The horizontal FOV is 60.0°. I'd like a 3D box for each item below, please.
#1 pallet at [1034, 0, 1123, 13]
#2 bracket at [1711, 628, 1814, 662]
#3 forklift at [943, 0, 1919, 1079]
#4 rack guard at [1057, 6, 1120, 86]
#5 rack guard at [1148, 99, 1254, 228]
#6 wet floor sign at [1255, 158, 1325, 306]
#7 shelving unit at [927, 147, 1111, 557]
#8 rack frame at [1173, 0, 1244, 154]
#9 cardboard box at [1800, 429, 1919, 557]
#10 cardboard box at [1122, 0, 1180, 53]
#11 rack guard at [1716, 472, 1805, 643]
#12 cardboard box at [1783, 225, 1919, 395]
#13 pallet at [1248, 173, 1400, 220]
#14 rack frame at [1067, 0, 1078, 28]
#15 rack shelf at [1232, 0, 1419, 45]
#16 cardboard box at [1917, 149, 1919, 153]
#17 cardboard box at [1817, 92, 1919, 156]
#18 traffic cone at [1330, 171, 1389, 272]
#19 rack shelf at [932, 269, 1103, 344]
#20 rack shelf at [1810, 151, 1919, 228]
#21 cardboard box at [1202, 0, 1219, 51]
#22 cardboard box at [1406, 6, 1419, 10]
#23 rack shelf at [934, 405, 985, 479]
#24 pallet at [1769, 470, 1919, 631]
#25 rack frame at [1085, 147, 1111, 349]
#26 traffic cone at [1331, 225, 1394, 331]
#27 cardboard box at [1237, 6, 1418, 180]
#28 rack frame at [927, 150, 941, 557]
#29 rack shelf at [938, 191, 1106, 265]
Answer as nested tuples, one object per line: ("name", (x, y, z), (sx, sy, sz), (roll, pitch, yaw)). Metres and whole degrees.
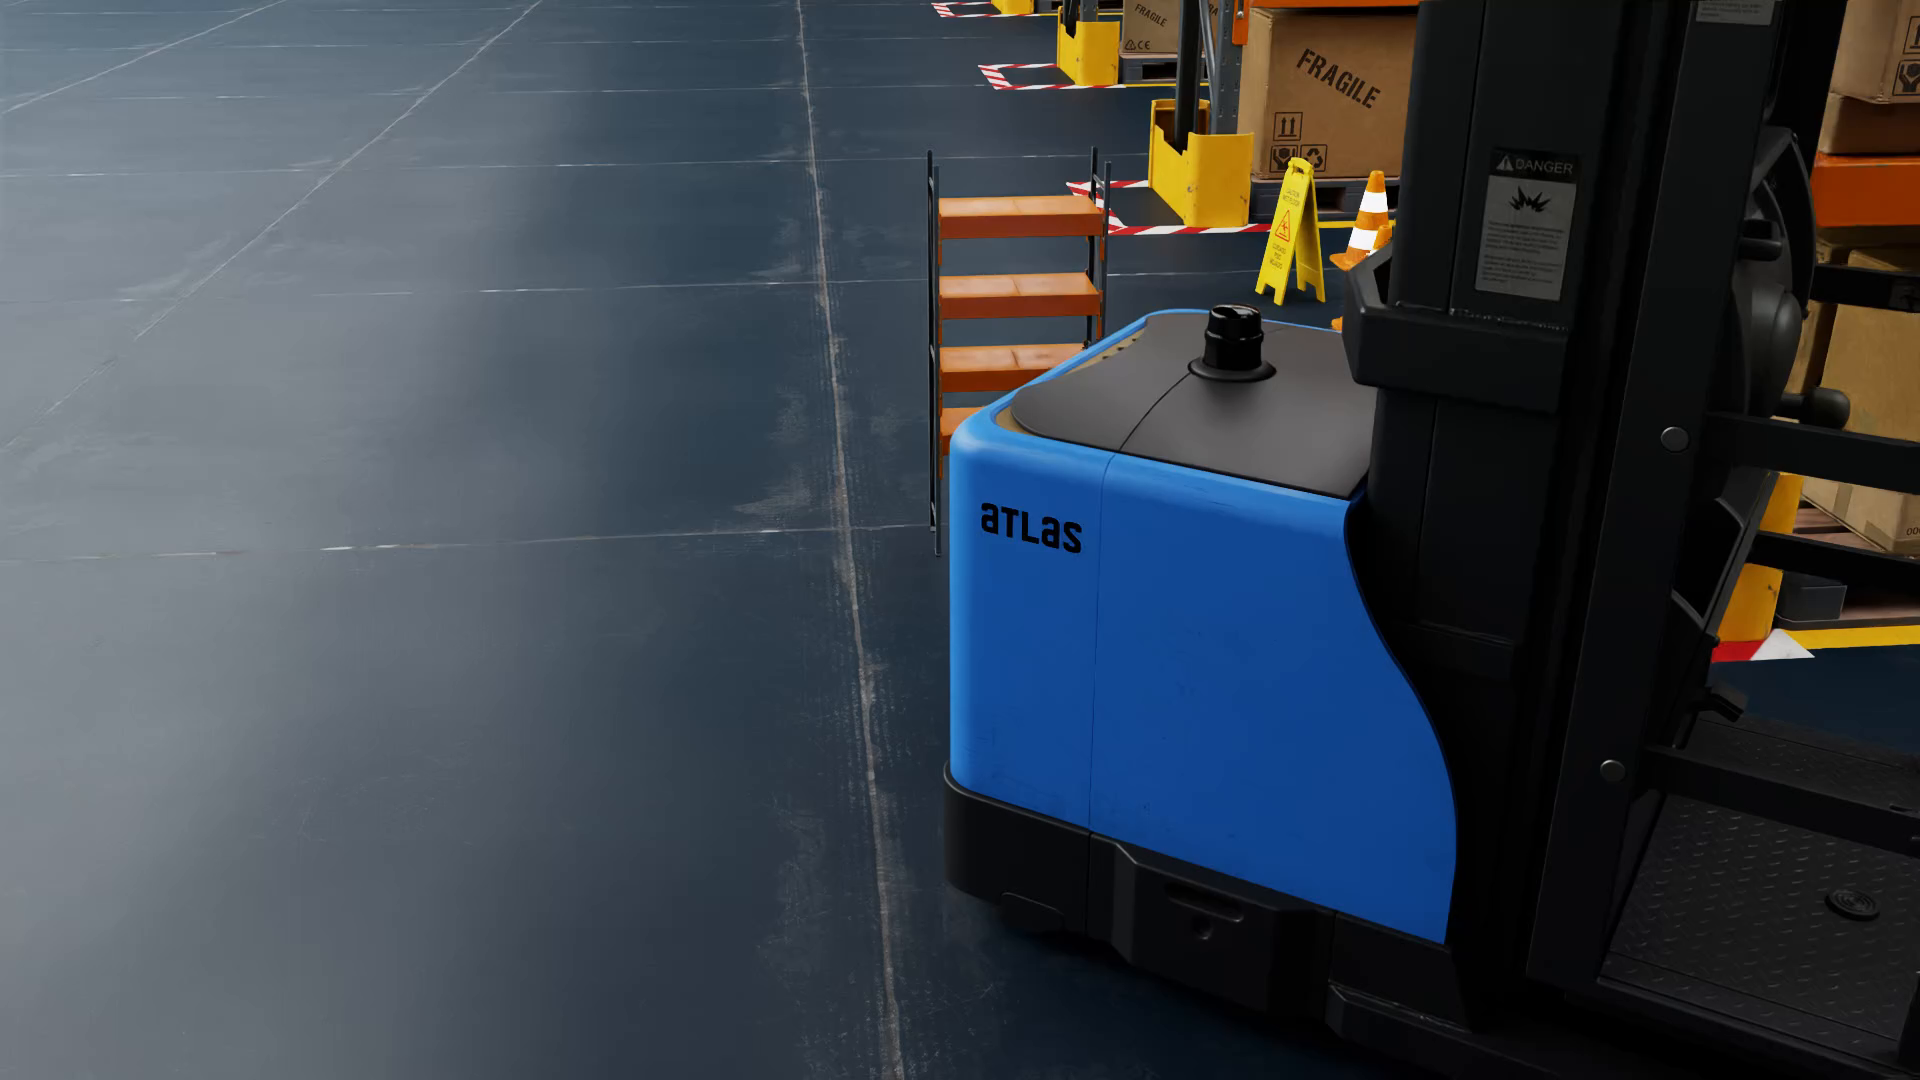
("pallet", (1.393, -6.104, 18.724), (1.213, 0.211, 1.003), (-2, 24, -5))
("bracket", (1.726, 0.065, 5.103), (1.079, 0.001, 1.378), (-2, 24, -5))
("forklift", (1.495, -0.433, 2.615), (3.031, 2.935, 1.130), (14, 27, 28))
("rack guard", (1.075, -4.185, 14.050), (0.348, 0.500, 1.175), (-2, 24, -5))
("rack guard", (1.363, -2.172, 9.522), (0.348, 0.500, 1.175), (-2, 24, -5))
("wet floor sign", (1.552, -1.438, 7.691), (0.232, 0.644, 0.267), (-6, 25, -14))
("shelving unit", (0.165, -0.555, 5.021), (0.503, 1.200, 0.258), (-2, 24, -5))
("rack frame", (1.387, -3.315, 9.016), (0.127, 3.000, 1.000), (-2, 24, -5))
("cardboard box", (2.804, -0.175, 4.818), (0.500, 0.250, 0.500), (-2, 24, -6))
("cardboard box", (3.155, -1.955, 6.992), (2.007, 1.739, 15.623), (-3, 24, -6))
("rack guard", (2.049, -0.180, 5.038), (0.348, 0.500, 1.175), (-2, 24, -5))
("cardboard box", (2.745, -0.734, 5.154), (0.500, 0.500, 0.500), (-2, 24, -5))
("pallet", (2.175, -2.105, 9.726), (1.213, 0.211, 1.003), (-2, 24, -5))
("rack frame", (1.000, -5.323, 13.533), (0.053, 2.616, 0.949), (-2, 24, -5))
("rack shelf", (3.377, -3.067, 9.342), (4.000, 0.370, 1.077), (-2, 24, -5))
("cardboard box", (2.582, -1.150, 4.453), (0.250, 0.149, 0.380), (-2, 24, -4))
("cardboard box", (2.332, -1.134, 4.417), (0.250, 0.149, 0.380), (-2, 24, -5))
("traffic cone", (2.055, -1.603, 8.288), (0.334, 0.463, 0.336), (-2, 24, -5))
("rack shelf", (0.165, -0.698, 4.958), (0.480, 0.148, 0.258), (-2, 24, -5))
("rack shelf", (3.964, -1.070, 4.850), (4.000, 0.370, 1.077), (-2, 24, -5))
("cardboard box", (2.214, -4.430, 14.084), (0.500, 0.500, 0.500), (4, 24, 9))
("cardboard box", (2.930, -2.626, 9.564), (0.875, 0.875, 0.875), (-3, 24, -6))
("rack shelf", (0.165, -0.312, 5.129), (0.480, 0.148, 0.258), (-2, 24, -5))
("pallet", (2.861, -0.066, 5.138), (1.213, 0.211, 1.003), (-2, 24, -5))
("rack frame", (0.408, -0.565, 5.043), (0.015, 1.200, 0.240), (-2, 24, -5))
("traffic cone", (1.827, -1.133, 7.230), (0.334, 0.463, 0.336), (-2, 24, -5))
("cardboard box", (2.872, -3.567, 9.067), (2.515, 2.999, 0.987), (-2, 24, -4))
("rack frame", (-0.078, -0.545, 4.999), (0.015, 1.200, 0.240), (-2, 24, -5))
("rack shelf", (0.165, -0.914, 4.862), (0.480, 0.148, 0.258), (-2, 24, -5))
